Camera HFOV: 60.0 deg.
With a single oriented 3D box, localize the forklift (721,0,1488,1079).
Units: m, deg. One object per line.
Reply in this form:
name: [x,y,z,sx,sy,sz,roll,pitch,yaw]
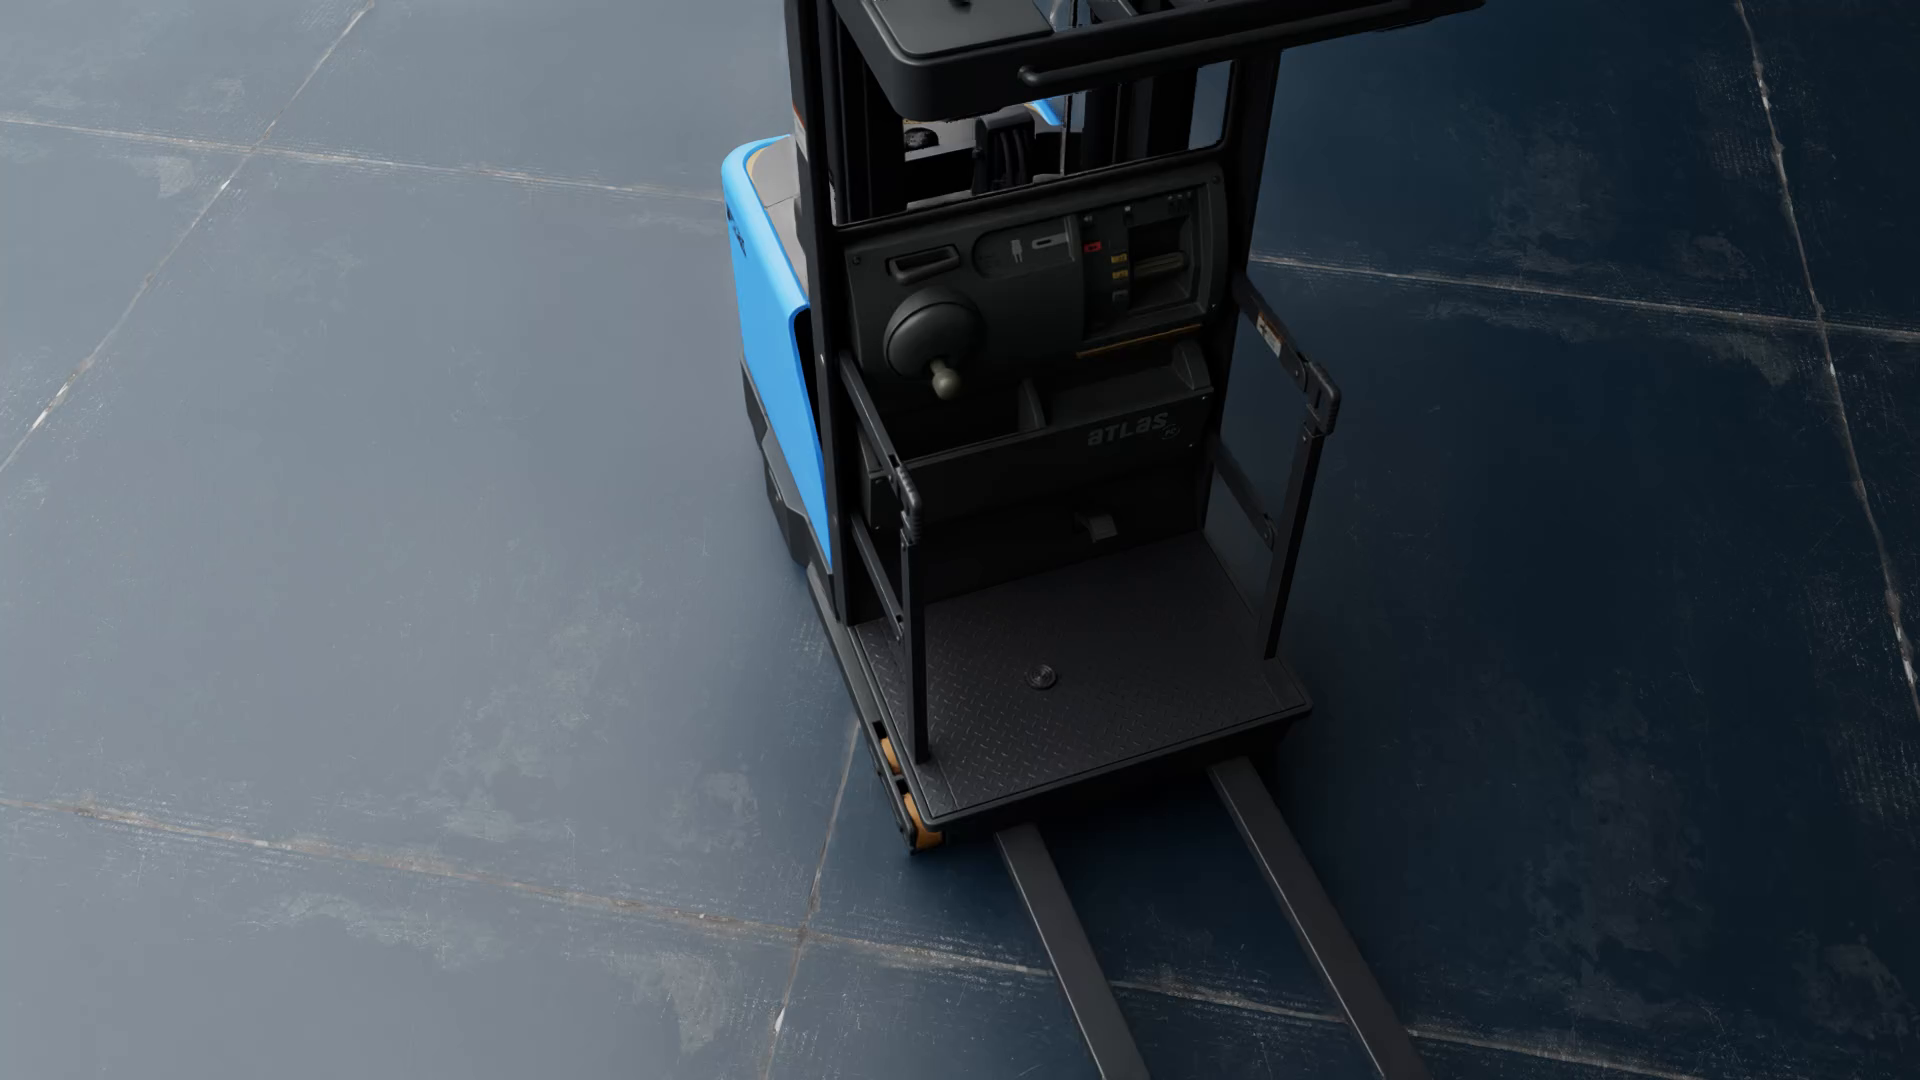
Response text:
forklift: [0.267,-0.497,3.726,1.130,2.935,3.031,-15,50,-13]
